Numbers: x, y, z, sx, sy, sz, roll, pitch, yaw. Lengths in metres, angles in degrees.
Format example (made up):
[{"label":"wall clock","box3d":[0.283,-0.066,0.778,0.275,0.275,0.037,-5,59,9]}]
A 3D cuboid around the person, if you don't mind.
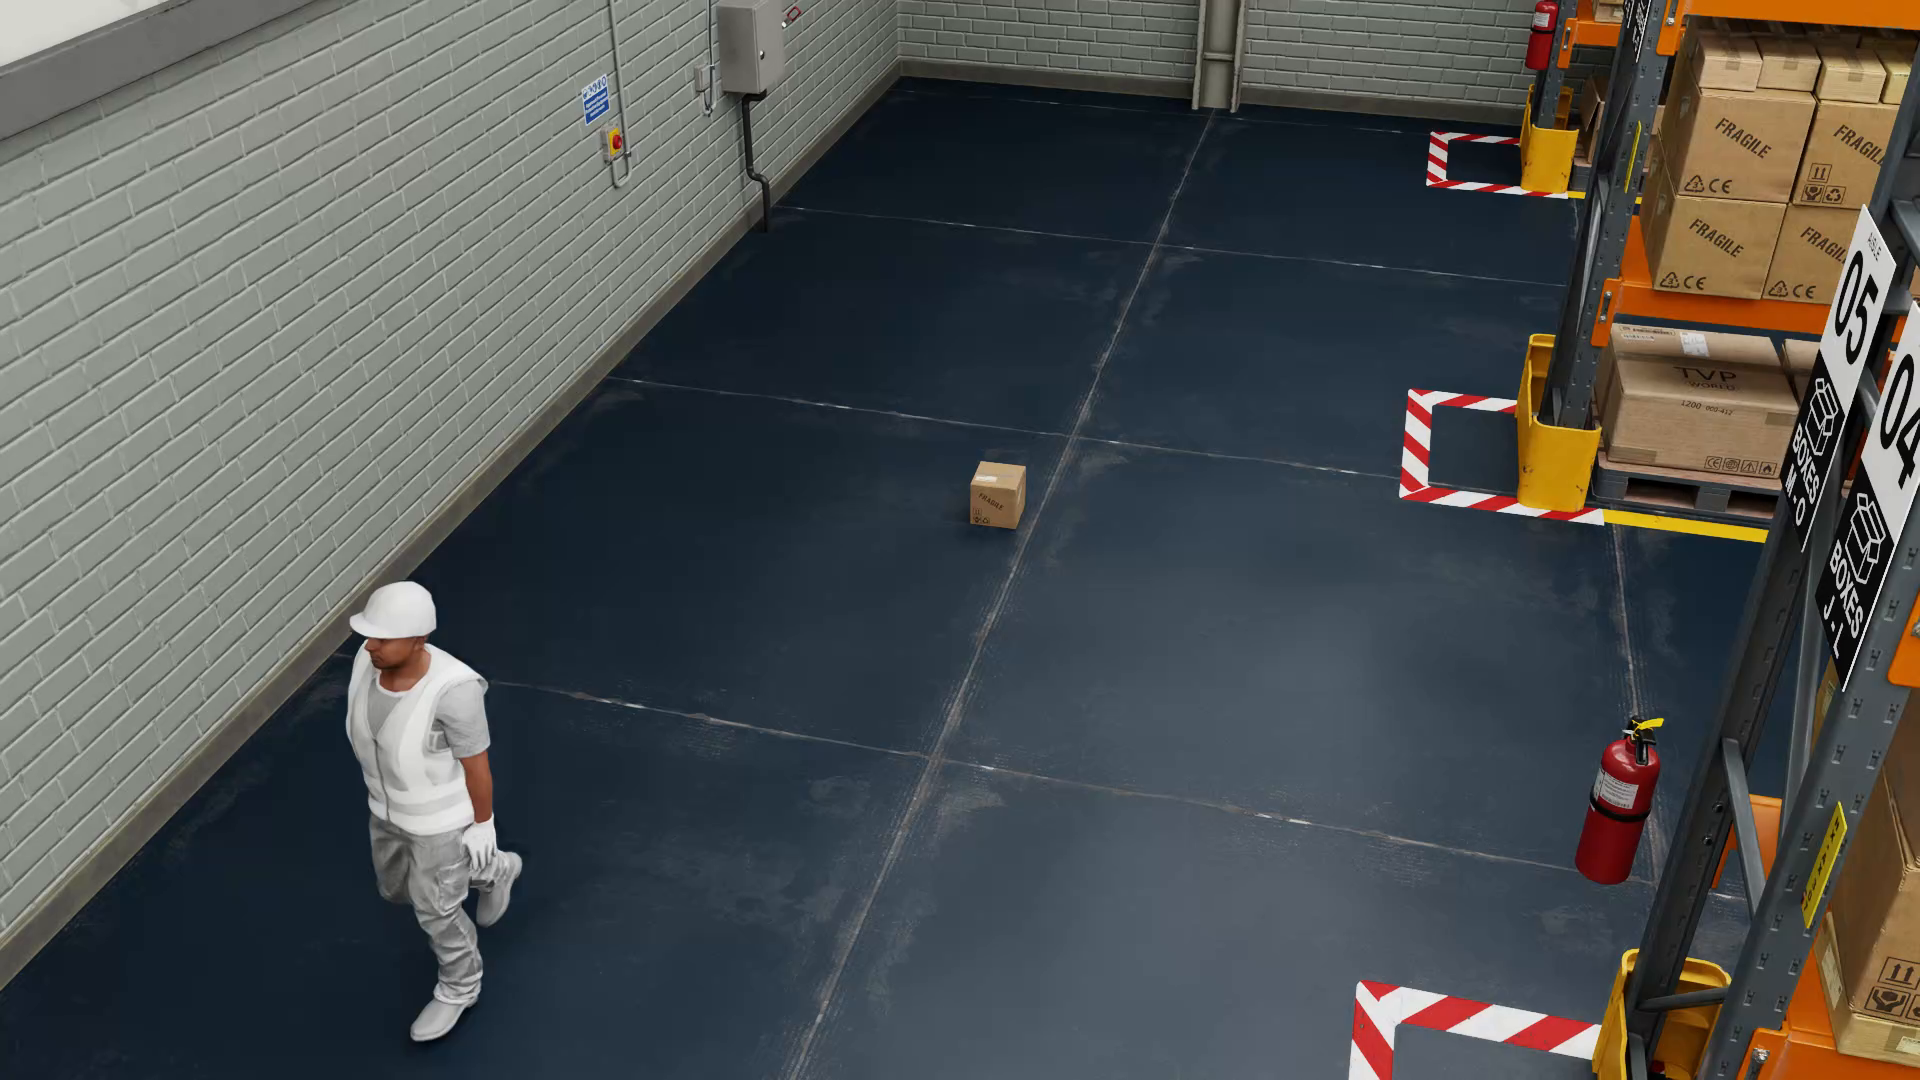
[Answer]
[{"label":"person","box3d":[-1.820,0.607,5.503,0.548,1.084,0.345,20,37,28]}]
